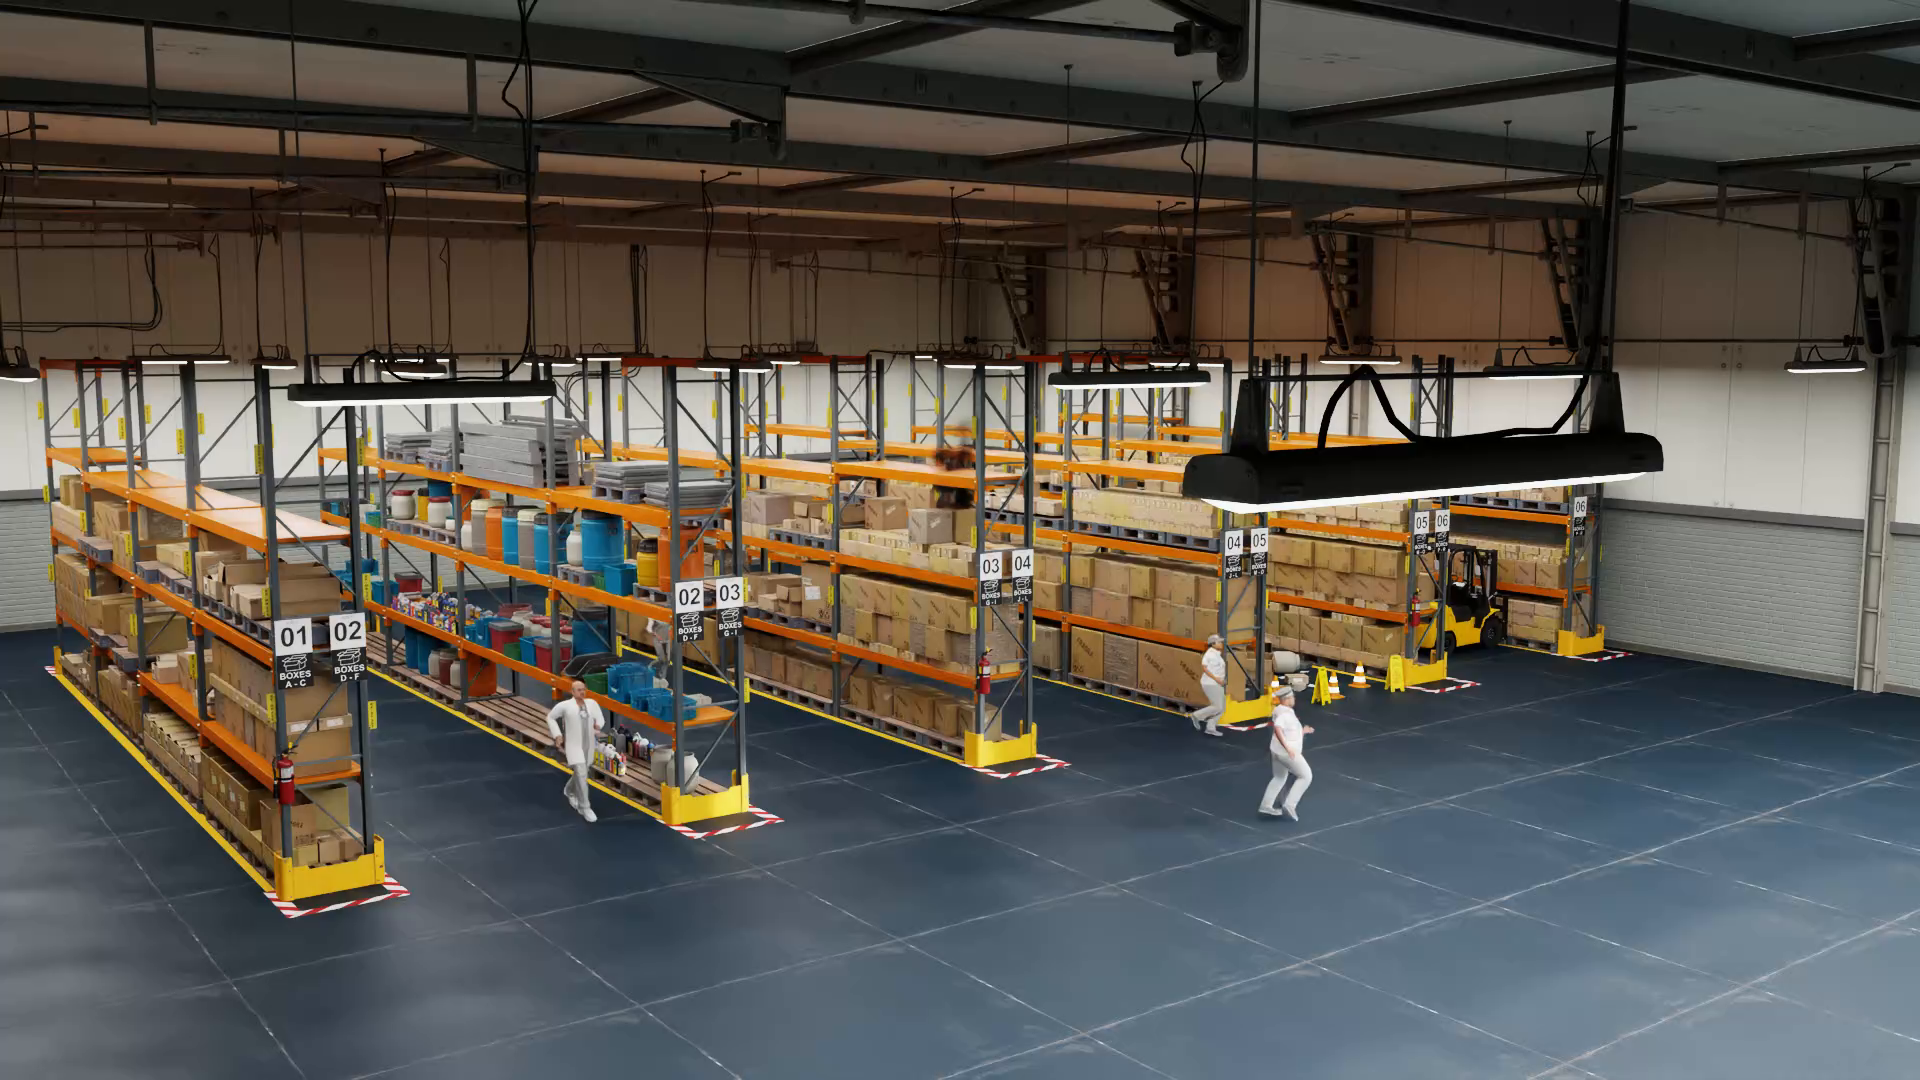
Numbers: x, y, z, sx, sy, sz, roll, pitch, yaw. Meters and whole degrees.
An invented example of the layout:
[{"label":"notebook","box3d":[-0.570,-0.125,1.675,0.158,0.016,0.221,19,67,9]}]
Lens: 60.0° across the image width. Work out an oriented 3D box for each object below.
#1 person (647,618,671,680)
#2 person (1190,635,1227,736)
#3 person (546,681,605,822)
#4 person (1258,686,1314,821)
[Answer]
[{"label":"person","box3d":[-5.526,1.887,30.697,0.530,1.543,0.537,-7,10,-44]},{"label":"person","box3d":[4.027,2.328,26.796,0.541,1.629,0.631,2,7,19]},{"label":"person","box3d":[-5.071,2.766,22.164,0.691,1.801,0.981,-7,10,-44]},{"label":"person","box3d":[4.342,2.827,22.015,0.733,1.818,0.632,-2,7,-14]}]
